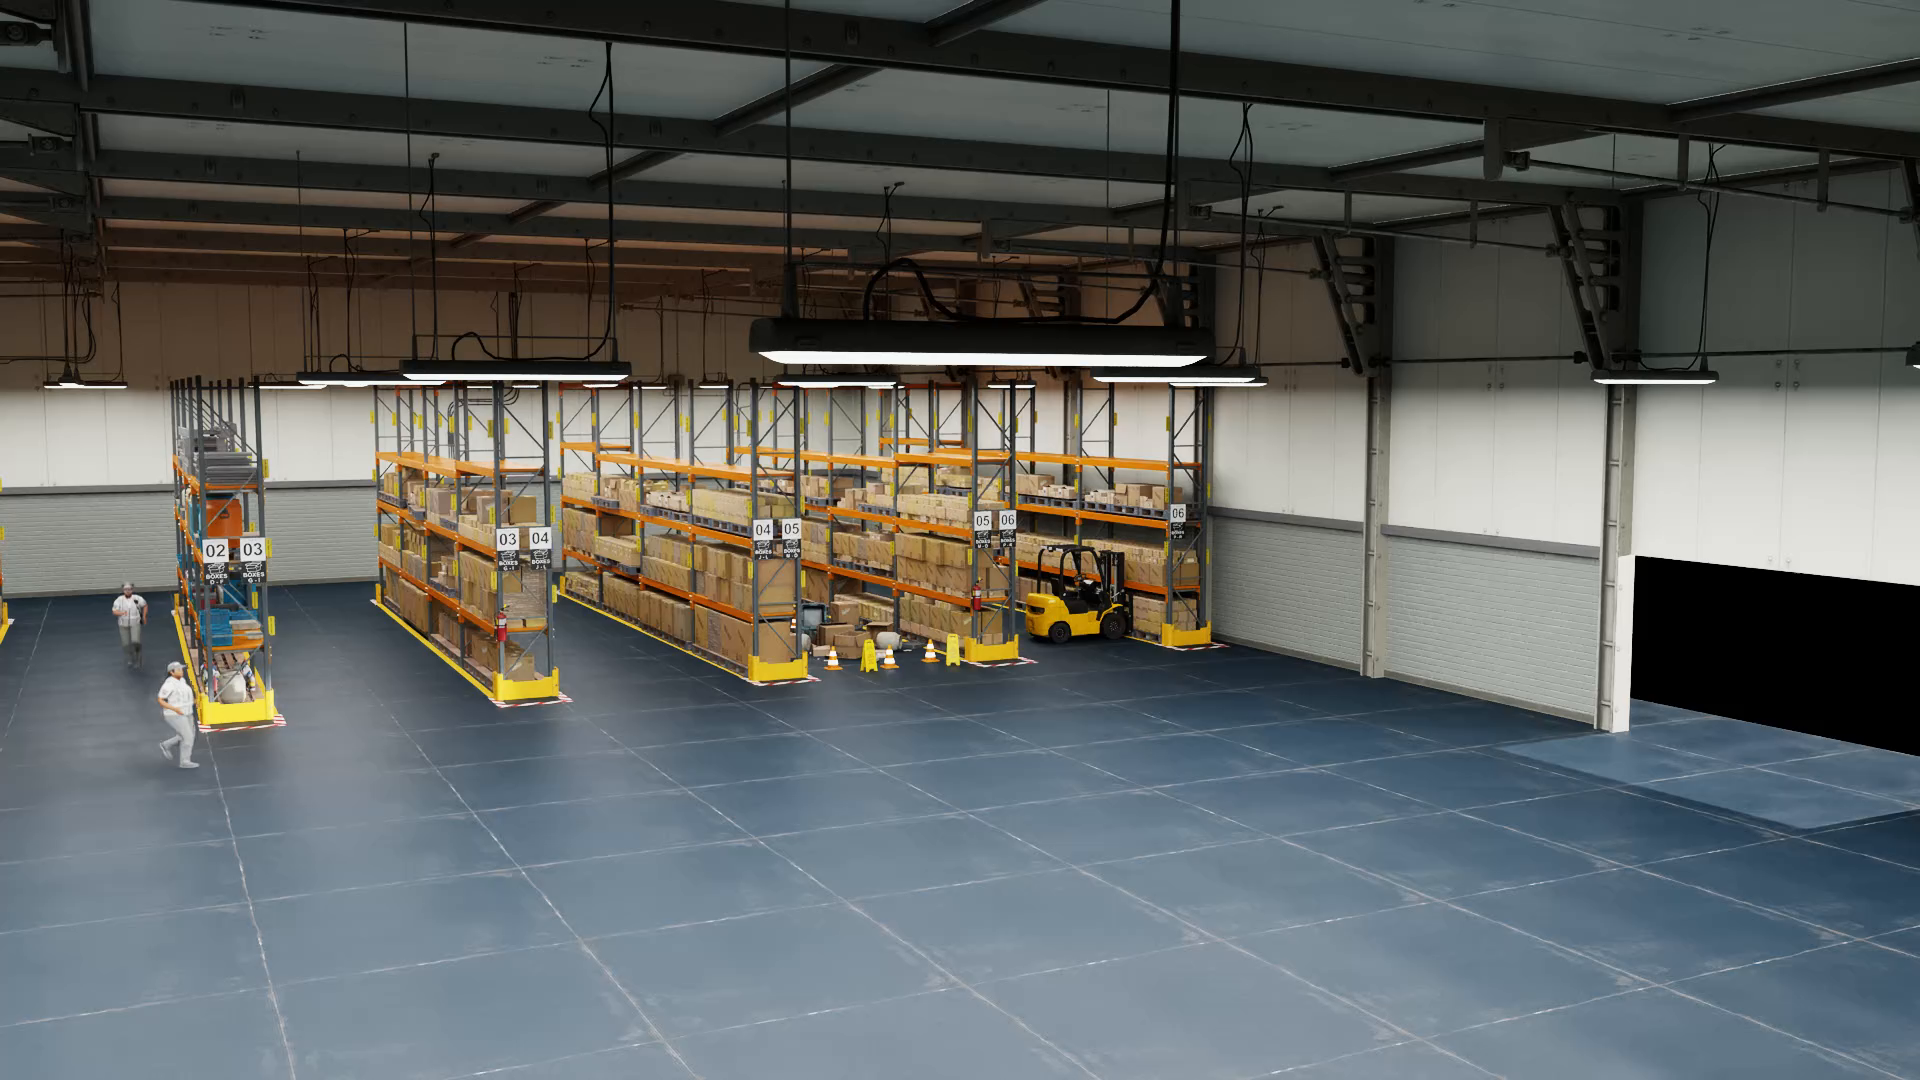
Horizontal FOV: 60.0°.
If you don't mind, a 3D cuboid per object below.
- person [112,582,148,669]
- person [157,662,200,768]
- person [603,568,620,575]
[{"bbox_3d":[-17.219,1.783,34.508,0.637,1.824,0.736,-2,5,-21],"label":"person"},{"bbox_3d":[-11.941,2.661,25.350,0.668,1.621,0.613,0,5,5],"label":"person"},{"bbox_3d":[-10.244,0.566,48.818,0.628,1.670,0.649,3,6,33],"label":"person"}]
